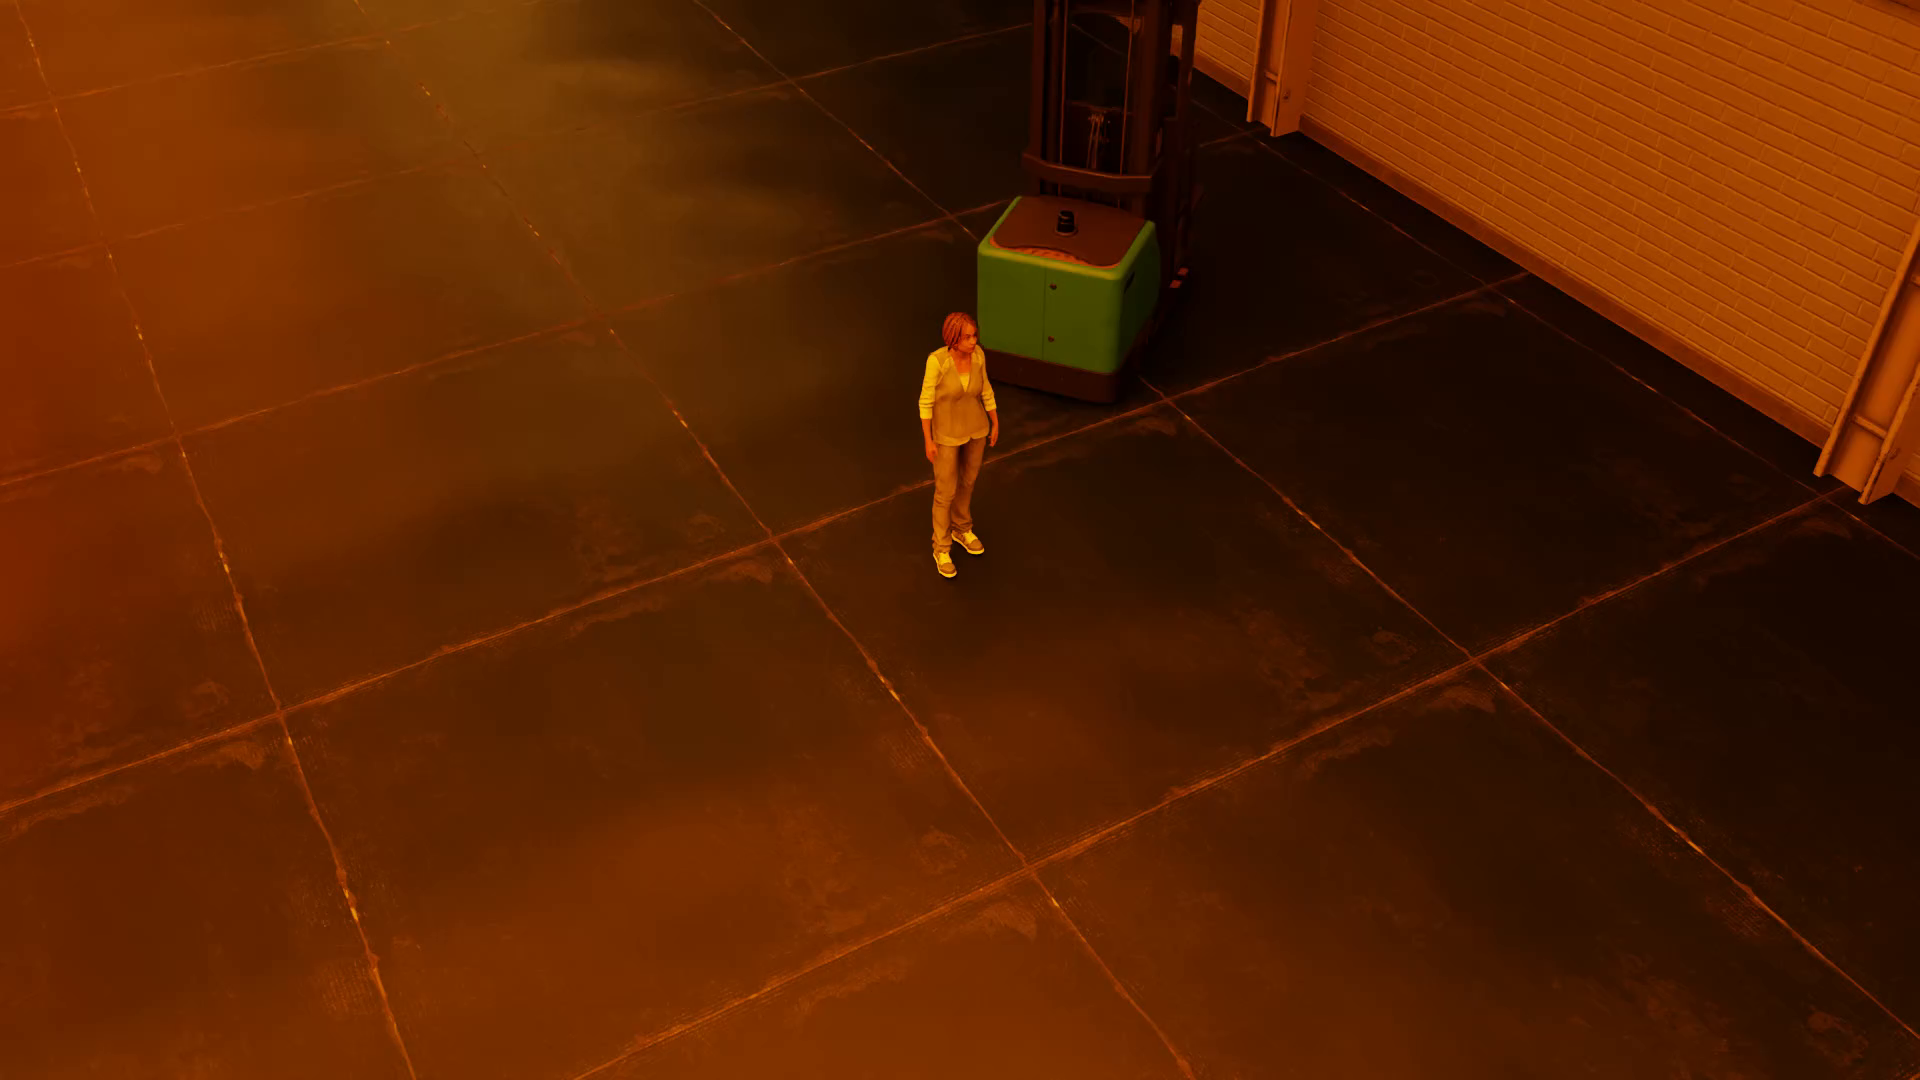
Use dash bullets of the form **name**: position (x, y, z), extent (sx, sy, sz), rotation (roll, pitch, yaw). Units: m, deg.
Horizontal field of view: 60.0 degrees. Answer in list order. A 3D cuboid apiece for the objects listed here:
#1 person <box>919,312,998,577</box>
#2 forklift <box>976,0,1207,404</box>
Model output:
- **person**: position (0.025, -0.575, 9.762), extent (0.519, 1.598, 0.474), rotation (-20, 44, -23)
- **forklift**: position (1.116, -3.003, 11.657), extent (1.130, 2.935, 3.031), rotation (14, 42, 17)
